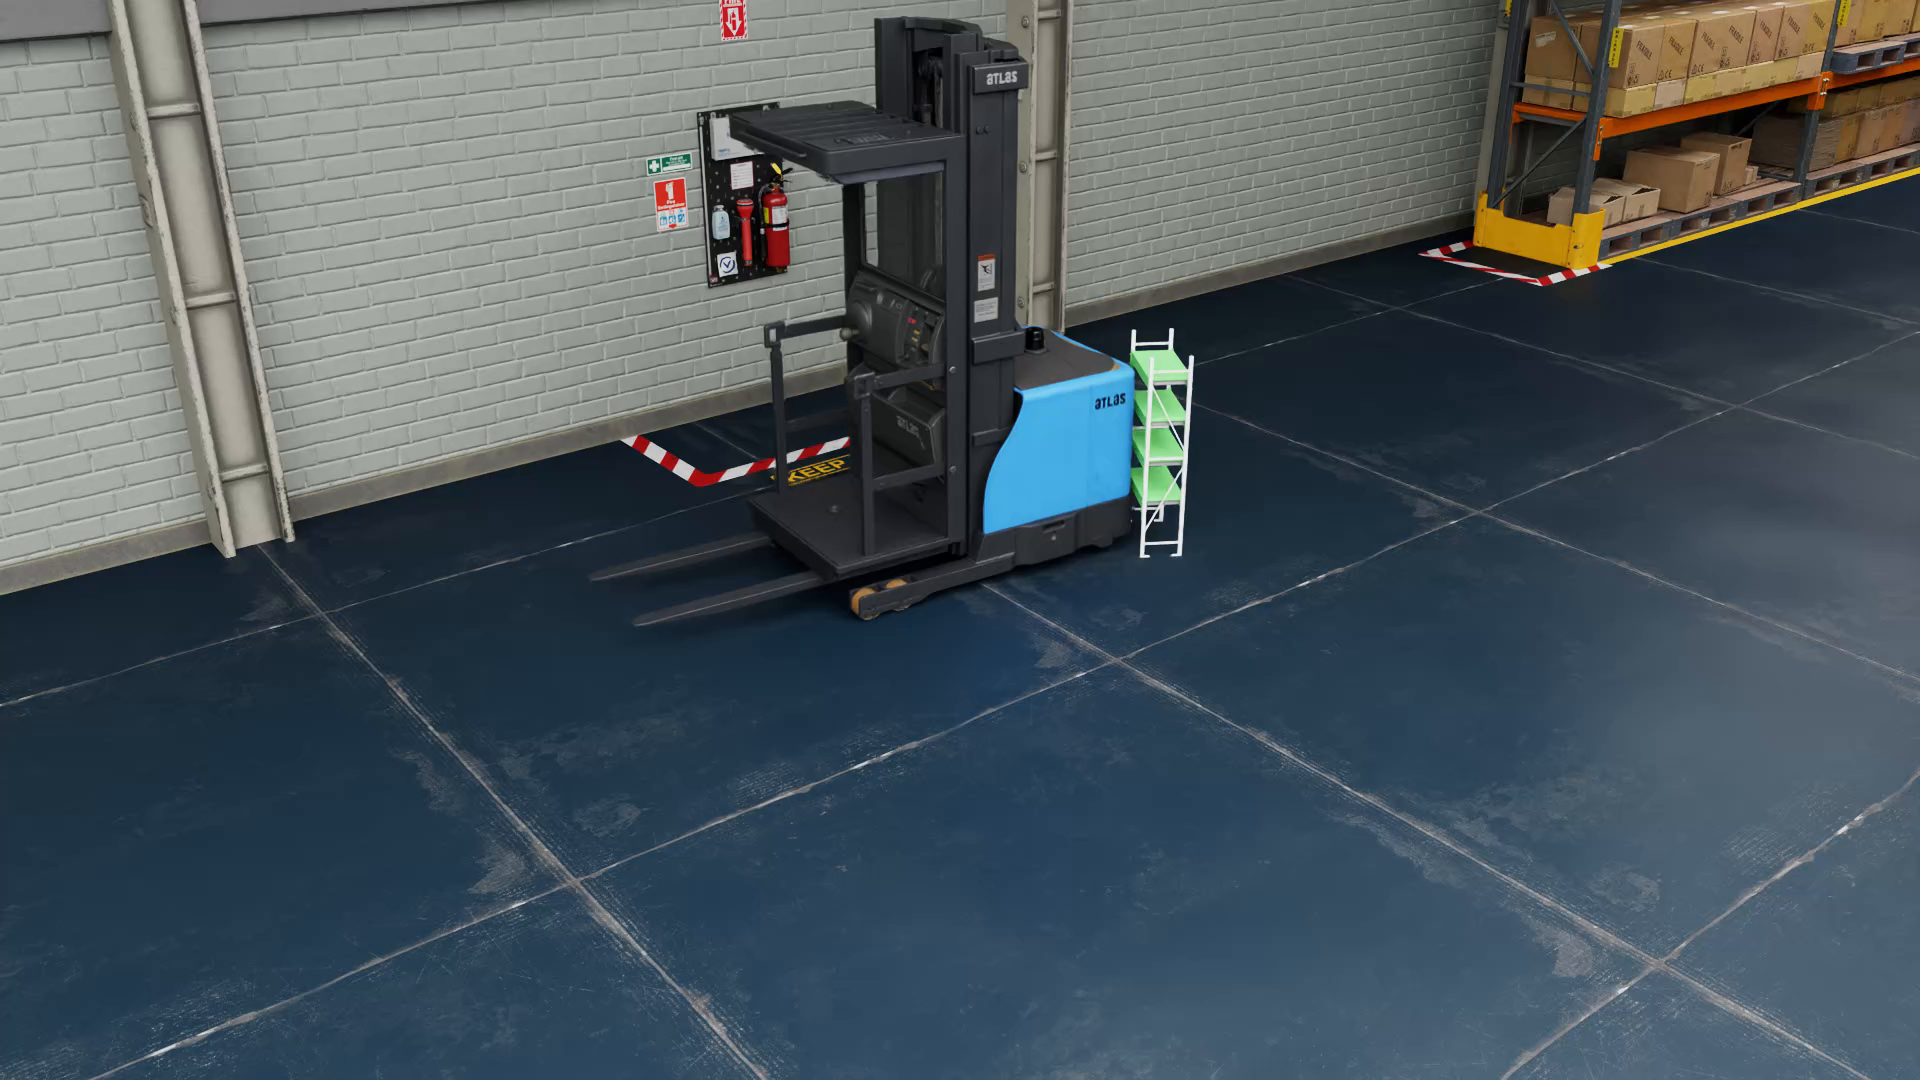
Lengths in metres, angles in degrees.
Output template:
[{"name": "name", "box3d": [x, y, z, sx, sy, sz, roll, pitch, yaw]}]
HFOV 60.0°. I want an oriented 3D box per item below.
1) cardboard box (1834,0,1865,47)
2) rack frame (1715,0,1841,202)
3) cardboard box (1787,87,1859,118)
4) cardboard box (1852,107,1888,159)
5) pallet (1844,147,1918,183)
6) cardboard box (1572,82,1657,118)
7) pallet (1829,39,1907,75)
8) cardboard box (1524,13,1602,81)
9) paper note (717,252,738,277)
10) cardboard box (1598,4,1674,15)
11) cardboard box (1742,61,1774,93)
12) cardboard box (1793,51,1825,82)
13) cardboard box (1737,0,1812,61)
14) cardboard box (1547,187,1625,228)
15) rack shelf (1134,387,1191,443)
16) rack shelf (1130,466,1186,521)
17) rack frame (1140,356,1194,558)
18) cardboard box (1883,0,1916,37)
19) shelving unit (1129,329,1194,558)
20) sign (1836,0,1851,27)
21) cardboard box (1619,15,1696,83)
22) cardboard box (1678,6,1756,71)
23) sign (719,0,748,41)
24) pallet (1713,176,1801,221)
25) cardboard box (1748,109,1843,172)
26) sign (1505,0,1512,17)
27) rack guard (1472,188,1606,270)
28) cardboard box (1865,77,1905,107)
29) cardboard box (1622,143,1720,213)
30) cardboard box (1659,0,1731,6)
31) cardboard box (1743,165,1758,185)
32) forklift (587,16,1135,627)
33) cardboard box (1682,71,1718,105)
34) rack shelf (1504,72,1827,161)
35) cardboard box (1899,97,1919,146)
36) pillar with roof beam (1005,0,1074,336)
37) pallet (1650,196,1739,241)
[{"name": "cardboard box", "box3d": [8.852, -5.413, 17.210, 0.500, 0.500, 0.700, -18, 30, -34]}, {"name": "rack frame", "box3d": [8.430, -5.048, 17.063, 0.127, 3.000, 1.000, -18, 31, -34]}, {"name": "cardboard box", "box3d": [9.343, -4.766, 18.011, 0.500, 0.250, 0.500, -19, 31, -35]}, {"name": "cardboard box", "box3d": [9.801, -4.580, 18.502, 0.500, 0.500, 0.700, -18, 30, -33]}, {"name": "pallet", "box3d": [10.002, -4.304, 18.773, 1.213, 0.211, 1.003, -18, 31, -34]}, {"name": "cardboard box", "box3d": [5.862, -3.971, 14.898, 0.500, 0.250, 0.500, -19, 31, -35]}, {"name": "pallet", "box3d": [9.121, -5.111, 17.427, 1.213, 0.211, 1.003, -18, 31, -34]}, {"name": "cardboard box", "box3d": [5.522, -4.483, 15.109, 0.500, 0.500, 0.500, -19, 31, -35]}, {"name": "paper note", "box3d": [-1.572, -1.866, 11.254, 0.142, 0.148, 0.016, -18, 31, -34]}, {"name": "cardboard box", "box3d": [6.329, -4.746, 15.676, 0.500, 0.500, 0.500, -19, 31, -35]}, {"name": "cardboard box", "box3d": [7.461, -4.503, 16.043, 0.500, 0.250, 0.500, -18, 31, -34]}, {"name": "cardboard box", "box3d": [8.244, -4.765, 16.609, 0.500, 0.250, 0.500, -18, 30, -34]}, {"name": "cardboard box", "box3d": [7.860, -4.972, 16.163, 0.500, 0.500, 0.500, -18, 31, -34]}, {"name": "cardboard box", "box3d": [5.882, -3.138, 15.620, 0.500, 0.311, 0.500, -23, 33, -40]}, {"name": "rack shelf", "box3d": [1.126, -0.714, 9.444, 0.258, 0.148, 0.480, -3, 25, -6]}, {"name": "rack shelf", "box3d": [1.126, -0.278, 9.646, 0.258, 0.148, 0.480, -3, 25, -6]}, {"name": "rack frame", "box3d": [1.152, -0.452, 9.298, 0.240, 1.200, 0.015, -3, 25, -6]}, {"name": "cardboard box", "box3d": [9.795, -5.738, 17.908, 0.500, 0.500, 0.700, -14, 28, -27]}, {"name": "shelving unit", "box3d": [1.126, -0.554, 9.518, 0.258, 1.200, 0.503, -3, 25, -6]}, {"name": "sign", "box3d": [8.771, -5.262, 16.497, 0.005, 0.325, 0.100, -18, 31, -34]}, {"name": "cardboard box", "box3d": [6.239, -4.439, 15.016, 0.500, 0.500, 0.500, -18, 30, -34]}, {"name": "cardboard box", "box3d": [7.048, -4.709, 15.598, 0.500, 0.500, 0.500, -17, 30, -32]}, {"name": "sign", "box3d": [-1.458, -3.371, 10.697, 0.199, 0.298, 0.001, -18, 31, -34]}, {"name": "pallet", "box3d": [7.923, -3.596, 17.249, 1.213, 0.211, 1.003, -18, 31, -34]}, {"name": "cardboard box", "box3d": [8.999, -4.310, 17.920, 0.500, 0.500, 0.700, -17, 30, -32]}, {"name": "sign", "box3d": [4.956, -4.866, 14.921, 0.005, 0.325, 0.100, -18, 31, -34]}, {"name": "rack guard", "box3d": [5.342, -2.894, 15.393, 0.348, 0.500, 1.175, -18, 31, -34]}, {"name": "cardboard box", "box3d": [10.154, -5.026, 18.571, 0.500, 0.250, 0.500, -18, 31, -34]}, {"name": "cardboard box", "box3d": [6.939, -3.546, 16.275, 0.500, 0.500, 0.700, -21, 32, -37]}, {"name": "cardboard box", "box3d": [7.126, -5.015, 16.256, 0.500, 0.500, 0.500, -17, 30, -33]}, {"name": "cardboard box", "box3d": [8.028, -3.813, 17.246, 0.380, 0.166, 0.250, 22, 33, 39]}, {"name": "forklift", "box3d": [-0.523, -1.158, 8.764, 3.031, 2.935, 1.130, -15, 29, -29]}, {"name": "cardboard box", "box3d": [6.667, -4.241, 15.479, 0.500, 0.250, 0.500, -19, 31, -35]}, {"name": "rack shelf", "box3d": [6.856, -4.202, 16.095, 4.000, 0.370, 1.077, -18, 31, -34]}, {"name": "cardboard box", "box3d": [10.566, -4.853, 19.090, 0.500, 0.500, 0.700, -18, 31, -34]}, {"name": "pillar with roof beam", "box3d": [3.234, -4.213, 8.139, 0.400, 9.000, 9.100, -18, 31, -34]}, {"name": "pallet", "box3d": [6.963, -3.278, 16.562, 1.213, 0.211, 1.003, -18, 31, -34]}]
